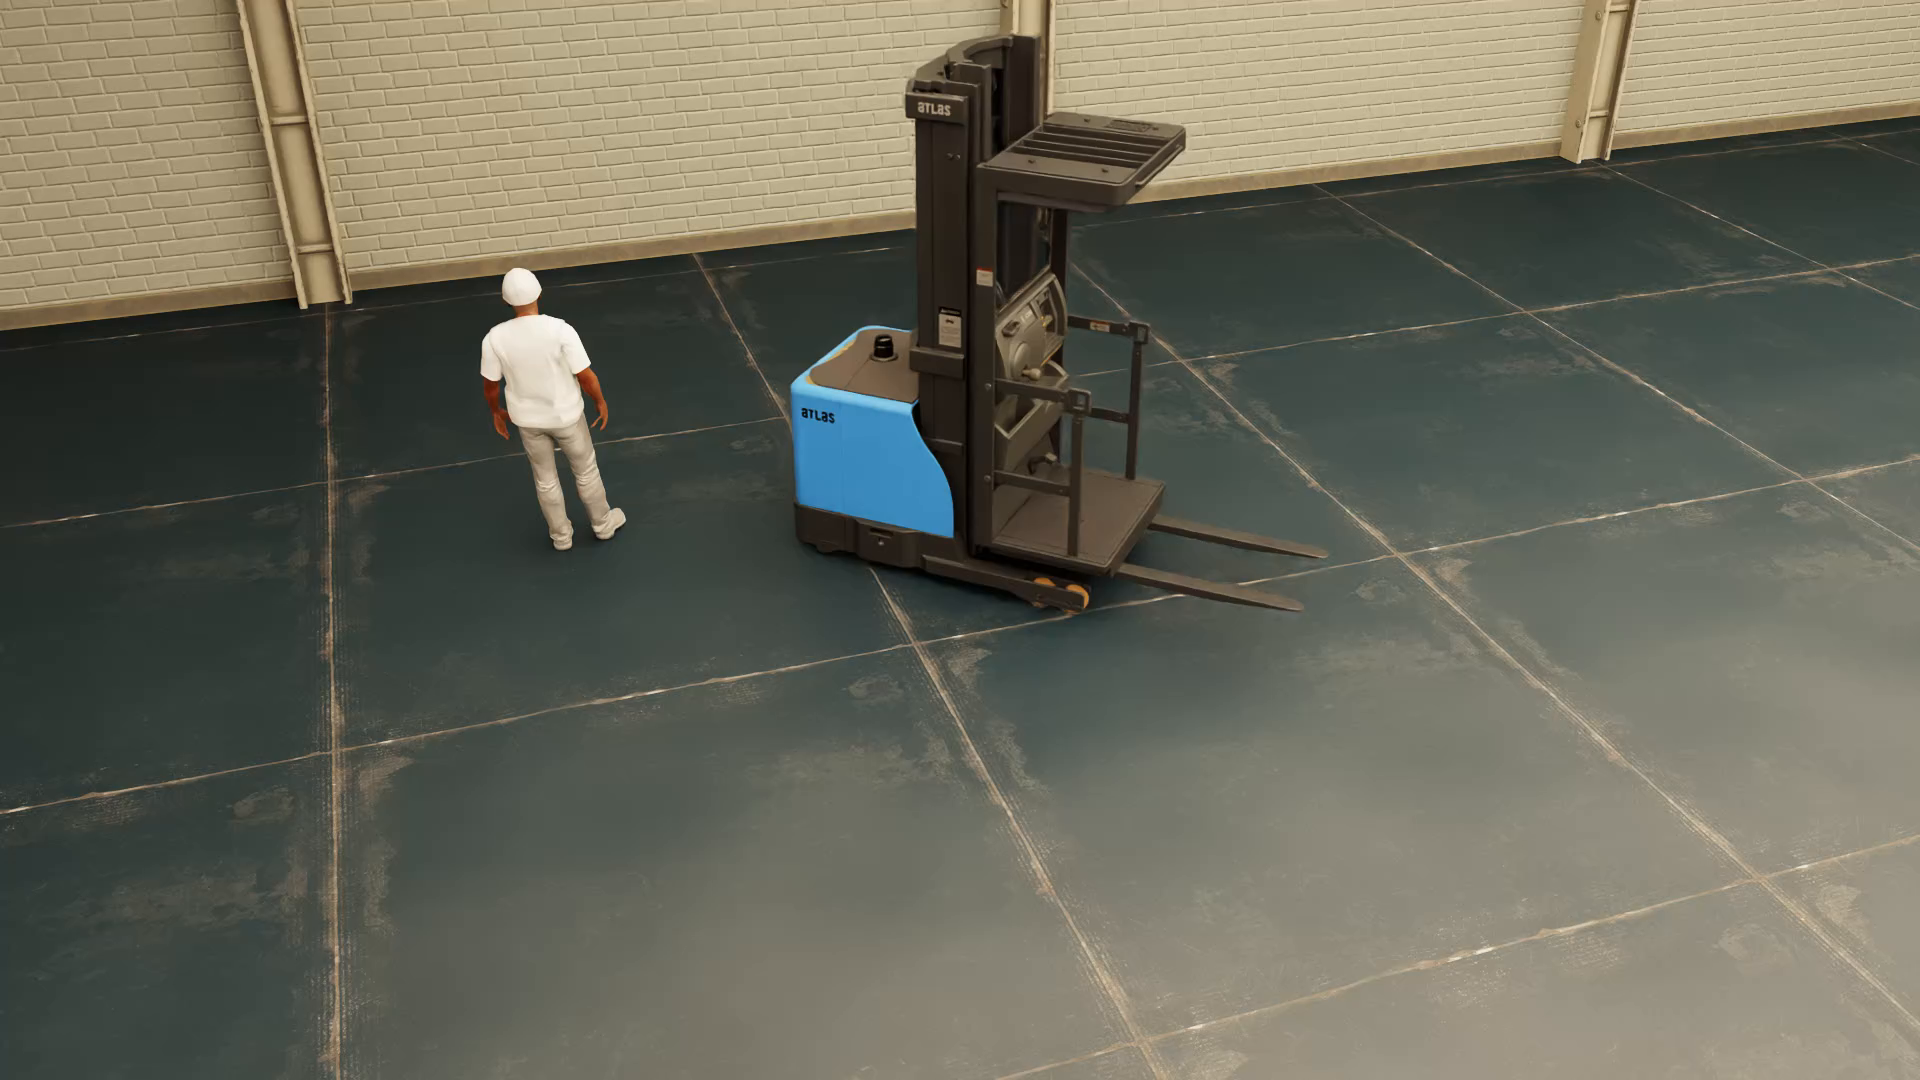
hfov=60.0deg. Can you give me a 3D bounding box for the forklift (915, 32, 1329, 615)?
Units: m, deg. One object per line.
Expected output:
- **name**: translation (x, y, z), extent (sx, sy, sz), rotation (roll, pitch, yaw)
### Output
- **forklift**: translation (0.577, -1.152, 9.090), extent (3.031, 2.935, 1.121), rotation (12, 32, 20)

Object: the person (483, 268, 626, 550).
- **person**: translation (-2.360, -0.768, 9.575), extent (0.666, 1.765, 0.578), rotation (-1, 30, -2)
